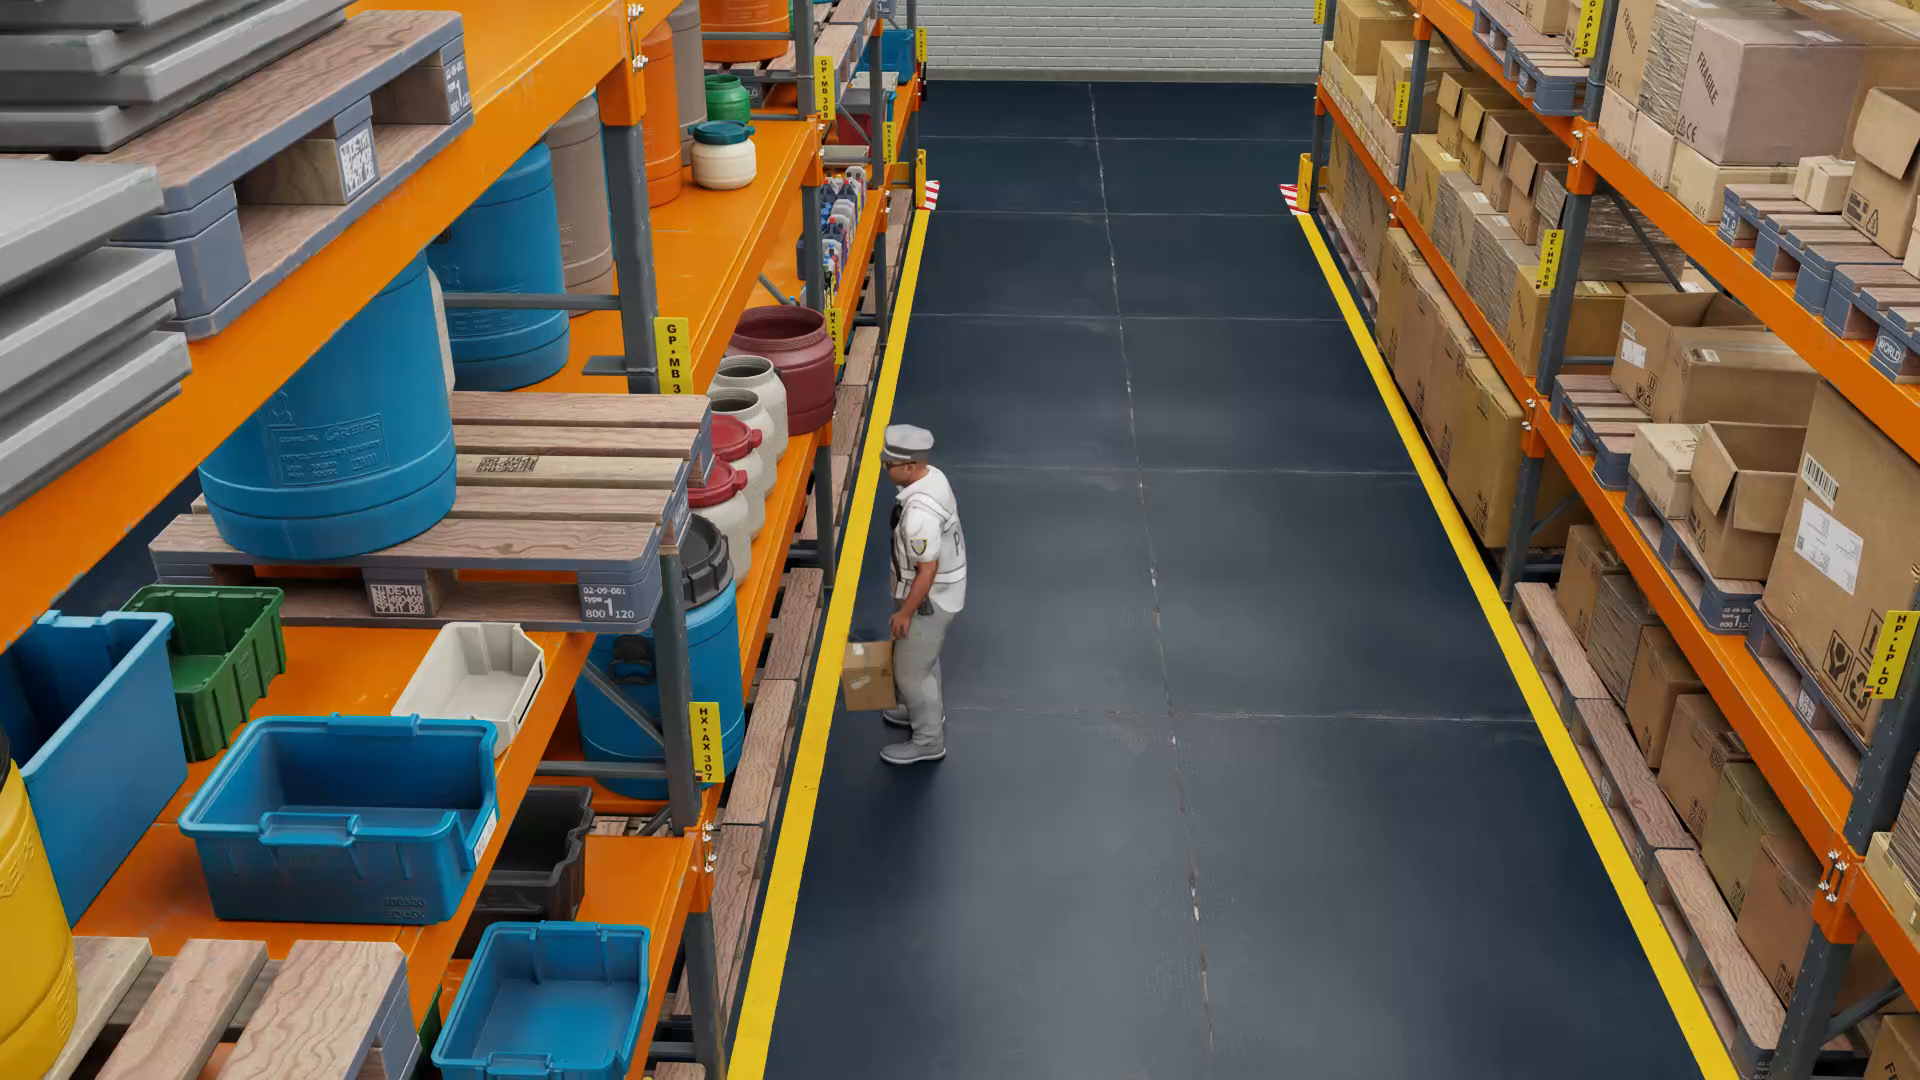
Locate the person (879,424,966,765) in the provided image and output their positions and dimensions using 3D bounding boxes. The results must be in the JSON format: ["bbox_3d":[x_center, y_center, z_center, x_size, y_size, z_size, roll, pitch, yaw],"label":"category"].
[{"bbox_3d":[-0.186,0.261,8.116,0.434,1.748,0.566,0,28,0],"label":"person"}]
